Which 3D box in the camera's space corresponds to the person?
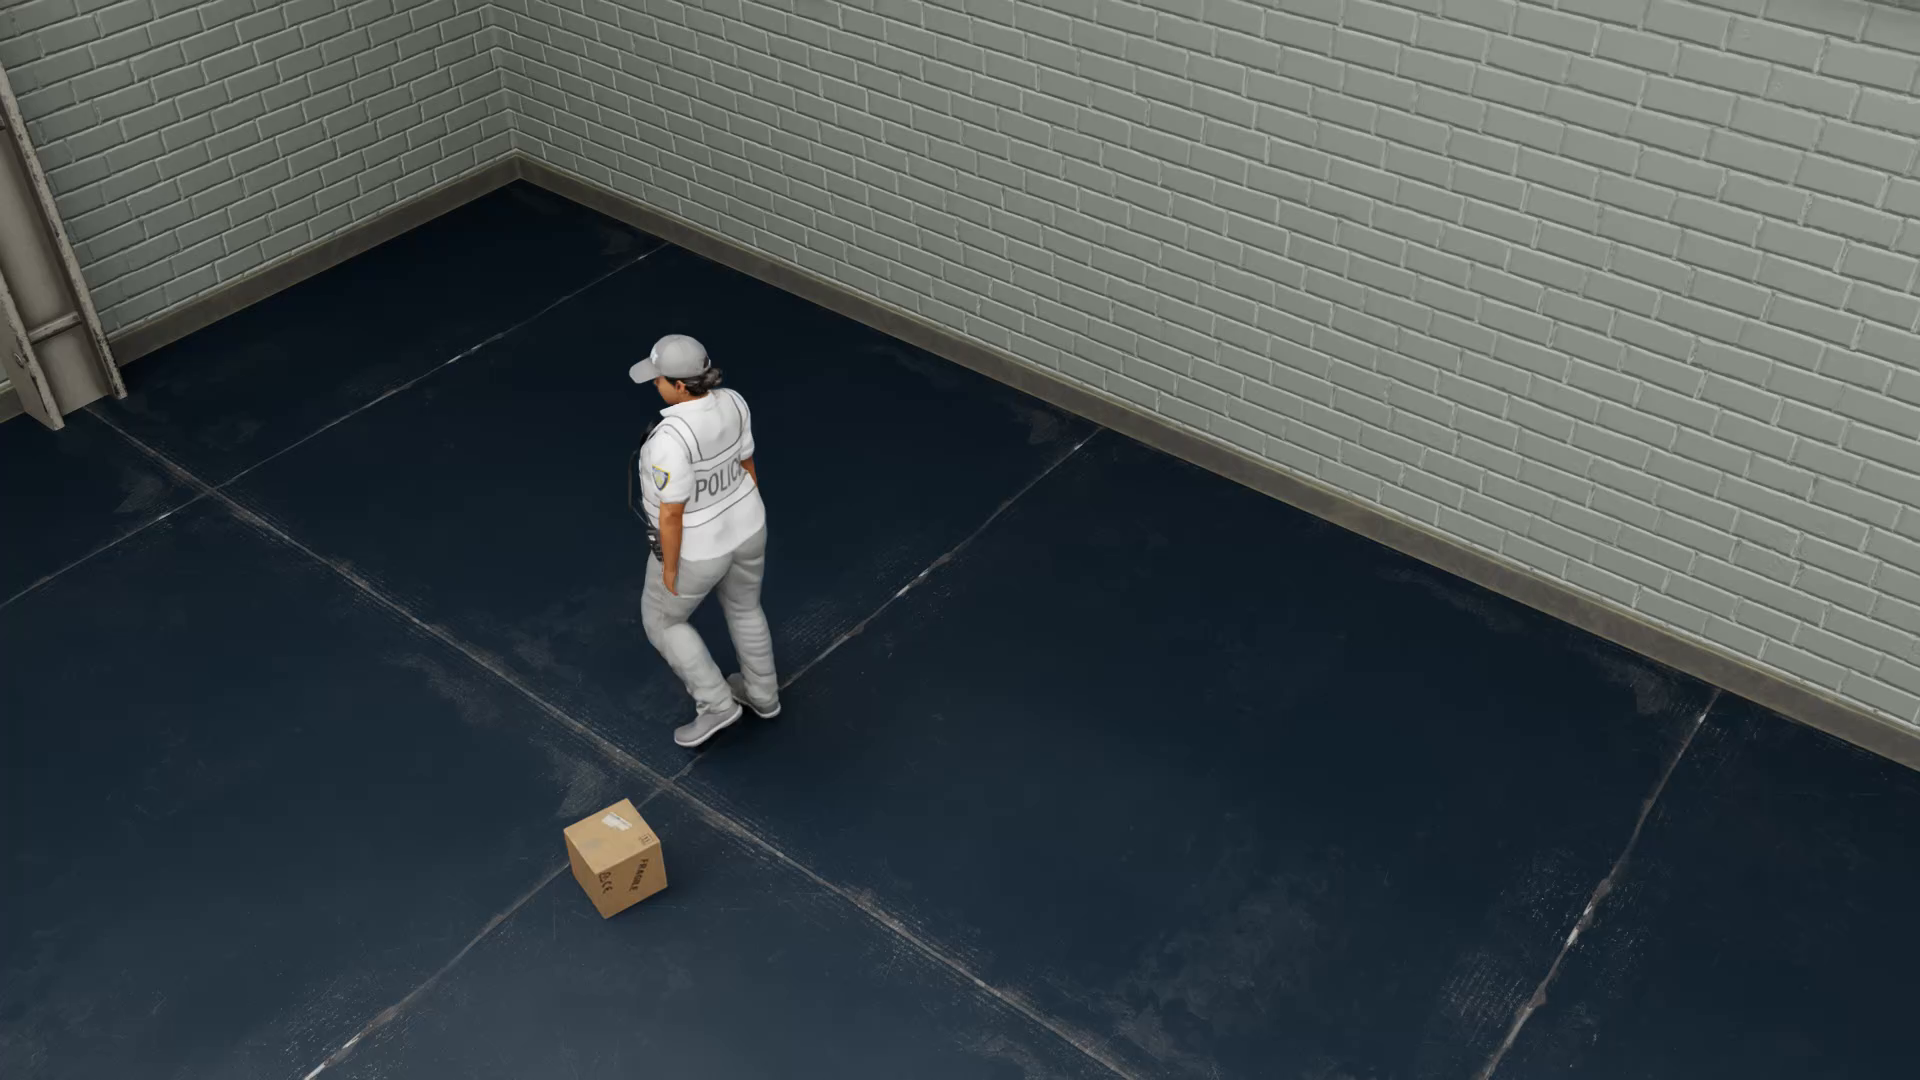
[{"bbox_3d":[-0.940,0.008,6.120,0.476,1.653,0.578,25,46,28],"label":"person"}]
